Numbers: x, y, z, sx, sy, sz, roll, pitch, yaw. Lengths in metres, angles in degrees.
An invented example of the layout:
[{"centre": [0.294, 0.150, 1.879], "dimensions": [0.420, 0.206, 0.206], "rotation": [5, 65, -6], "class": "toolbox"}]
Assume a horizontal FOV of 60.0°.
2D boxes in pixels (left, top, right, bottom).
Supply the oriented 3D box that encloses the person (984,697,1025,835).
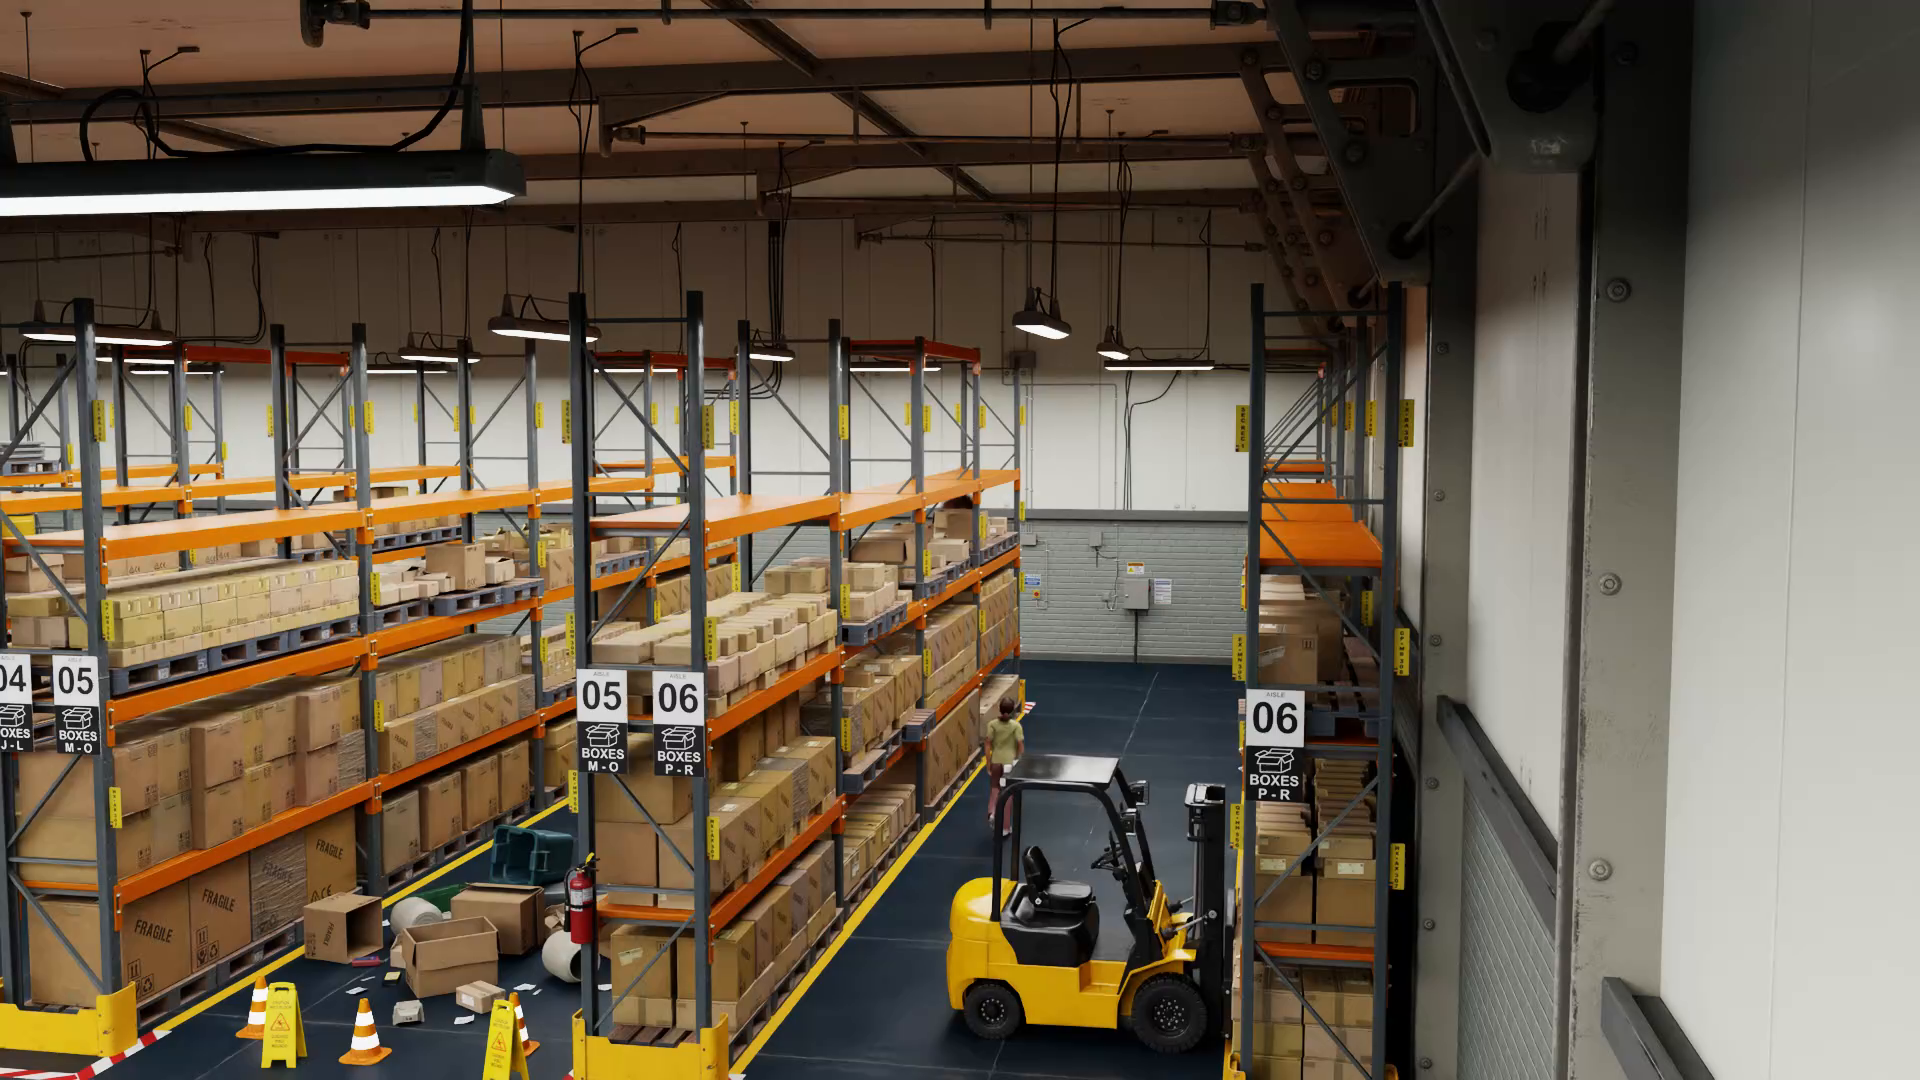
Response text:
[{"centre": [0.542, 2.707, 19.985], "dimensions": [0.462, 1.656, 0.477], "rotation": [1, 5, 14], "class": "person"}]
